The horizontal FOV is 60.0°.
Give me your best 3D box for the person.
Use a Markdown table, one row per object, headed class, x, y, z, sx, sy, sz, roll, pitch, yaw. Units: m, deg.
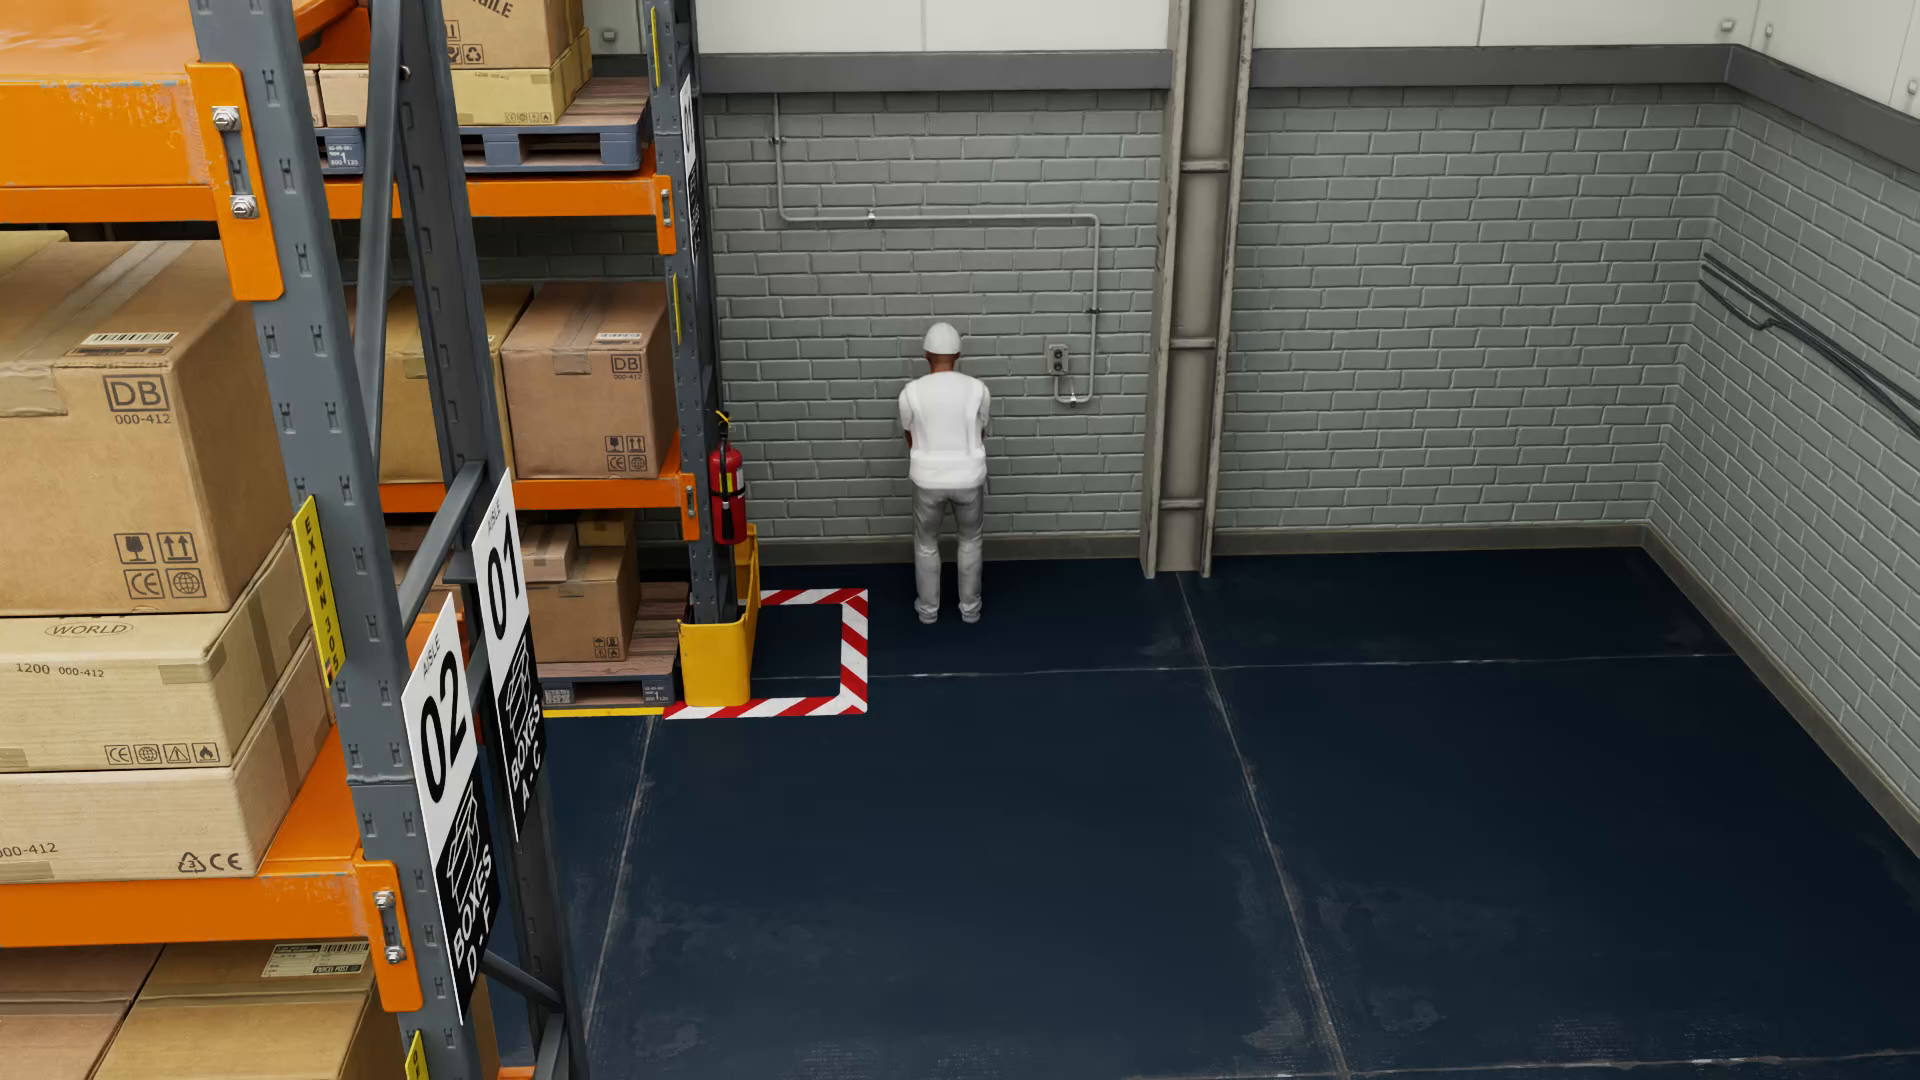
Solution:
| class | x | y | z | sx | sy | sz | roll | pitch | yaw |
| --- | --- | --- | --- | --- | --- | --- | --- | --- | --- |
| person | -0.089 | -0.388 | 9.357 | 0.505 | 1.750 | 0.583 | -2 | 27 | -4 |
